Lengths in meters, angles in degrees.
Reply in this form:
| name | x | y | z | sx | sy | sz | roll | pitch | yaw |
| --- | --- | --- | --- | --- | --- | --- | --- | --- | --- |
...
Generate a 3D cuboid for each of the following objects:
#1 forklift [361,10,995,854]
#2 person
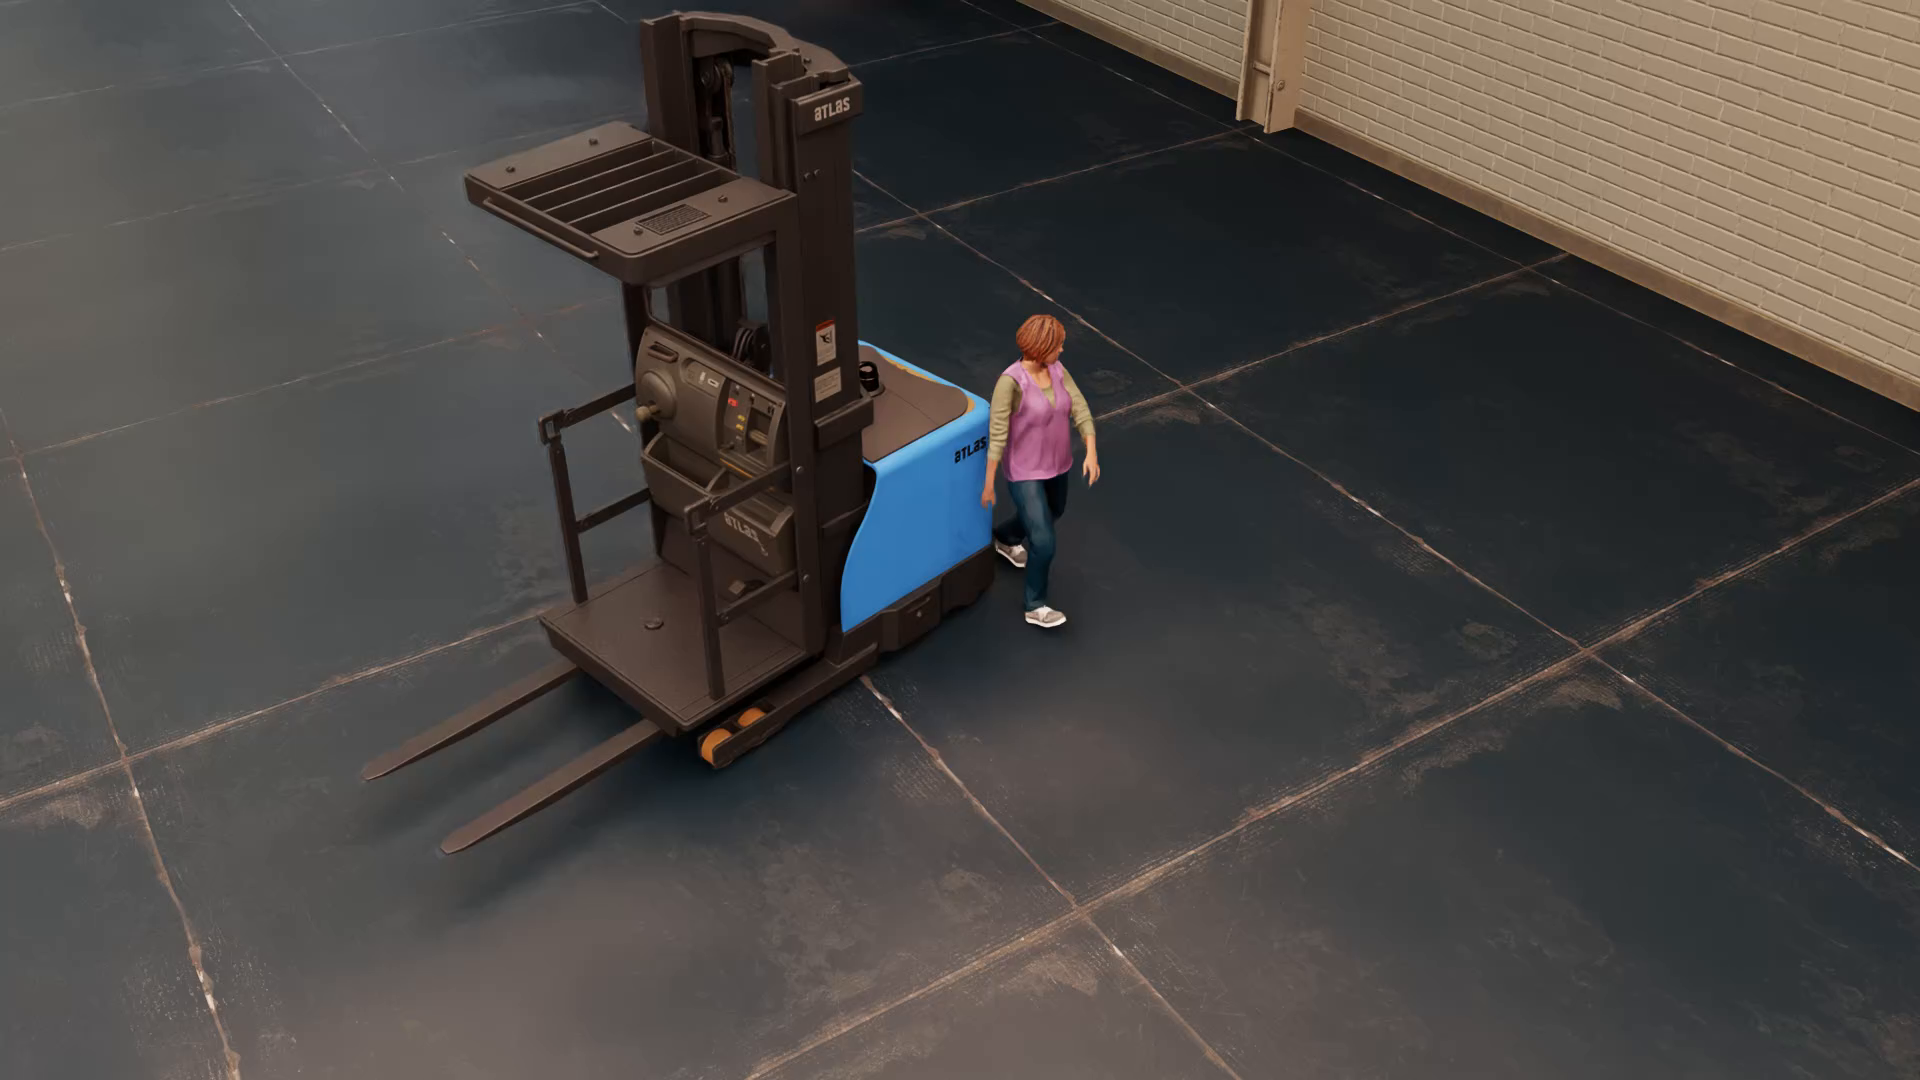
| name | x | y | z | sx | sy | sz | roll | pitch | yaw |
| --- | --- | --- | --- | --- | --- | --- | --- | --- | --- |
| forklift | -1.210 | -0.539 | 6.915 | 1.130 | 2.935 | 3.031 | 29 | 44 | 35 |
| person | 0.334 | -0.318 | 7.853 | 0.787 | 1.495 | 0.593 | 25 | 42 | 31 |
